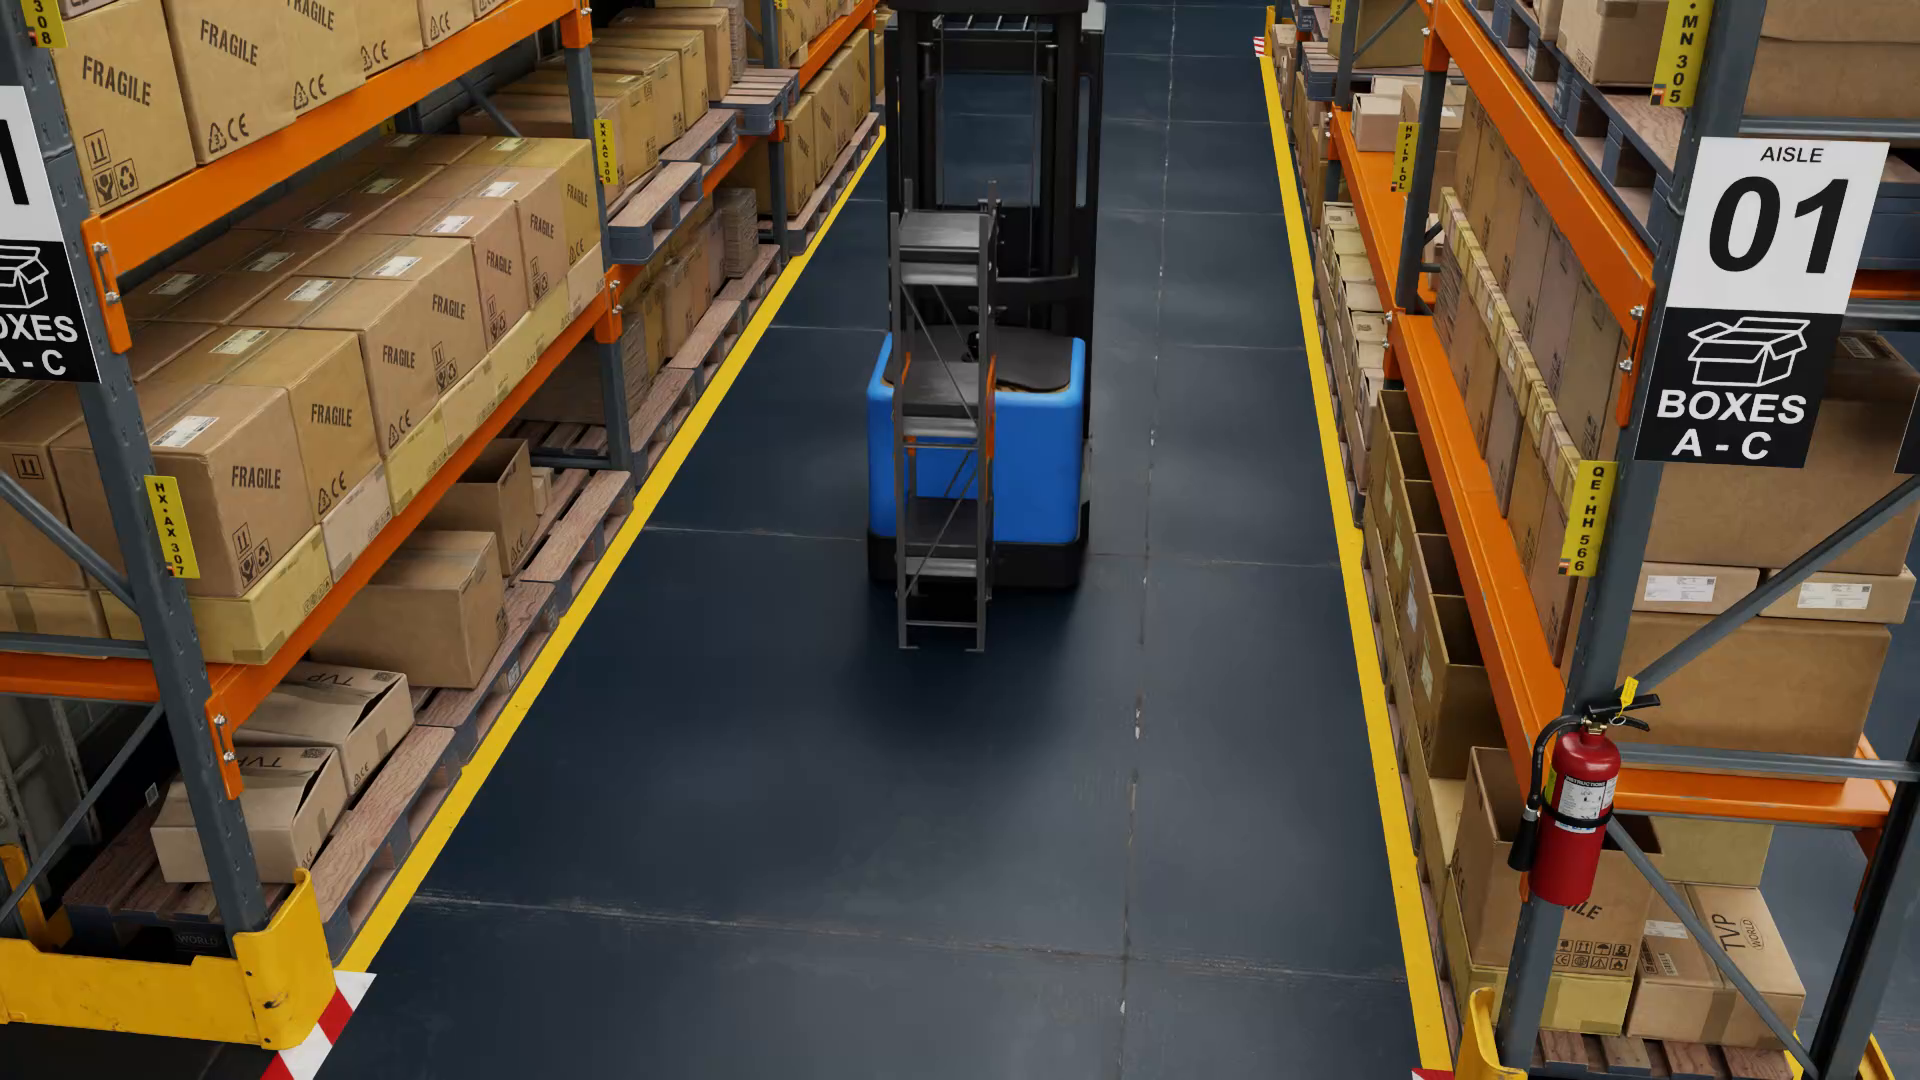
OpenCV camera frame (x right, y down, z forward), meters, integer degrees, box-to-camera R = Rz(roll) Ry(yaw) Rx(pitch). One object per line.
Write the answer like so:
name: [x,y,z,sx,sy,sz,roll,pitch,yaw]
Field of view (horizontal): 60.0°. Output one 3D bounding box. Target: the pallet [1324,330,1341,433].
pallet: [2.818,-0.980,10.346,1.003,0.211,1.213,3,28,6]

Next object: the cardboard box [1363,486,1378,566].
cardboard box: [2.262,-0.056,8.148,0.500,0.250,0.500,3,28,6]

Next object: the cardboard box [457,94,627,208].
cardboard box: [-2.201,-2.044,8.812,0.700,0.500,0.500,3,29,6]

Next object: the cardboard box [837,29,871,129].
cardboard box: [-1.267,-4.259,15.317,0.750,0.750,0.750,4,29,7]

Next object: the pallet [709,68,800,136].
pallet: [-1.788,-3.025,11.405,1.213,0.211,1.003,3,28,6]

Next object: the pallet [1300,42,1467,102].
pallet: [3.123,-3.404,12.108,1.213,0.211,1.003,3,28,6]

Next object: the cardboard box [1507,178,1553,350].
cardboard box: [2.387,-0.980,5.932,0.700,0.500,0.500,3,28,6]

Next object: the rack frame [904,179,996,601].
rack frame: [-0.043,-0.638,7.721,0.400,2.100,0.015,2,28,4]

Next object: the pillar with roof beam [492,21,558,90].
pillar with roof beam: [1.448,-5.281,9.064,9.100,9.000,0.400,3,28,6]

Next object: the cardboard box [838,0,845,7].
cardboard box: [-1.246,-4.809,14.074,0.500,0.500,0.500,3,29,6]

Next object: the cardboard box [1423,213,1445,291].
cardboard box: [2.637,-1.451,8.438,0.500,0.250,0.500,5,29,9]

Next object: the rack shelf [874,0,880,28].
rack shelf: [-1.072,-5.959,17.407,1.077,0.370,4.000,3,28,6]

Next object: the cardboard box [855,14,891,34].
cardboard box: [-0.900,-5.201,16.750,0.380,0.149,0.250,4,29,8]

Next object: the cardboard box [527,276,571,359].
cardboard box: [-2.123,-1.037,7.649,0.500,0.250,0.500,3,29,6]

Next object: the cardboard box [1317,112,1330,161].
cardboard box: [2.994,-3.069,12.665,0.500,0.250,0.500,4,29,8]

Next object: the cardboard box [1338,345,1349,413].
cardboard box: [2.509,-0.948,9.803,0.500,0.250,0.500,4,29,7]

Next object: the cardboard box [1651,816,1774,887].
cardboard box: [2.476,0.821,5.729,0.500,0.500,0.500,3,28,6]

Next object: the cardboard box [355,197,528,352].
cardboard box: [-2.176,-1.129,7.030,0.500,0.500,0.500,3,28,5]

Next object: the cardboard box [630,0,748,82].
cardboard box: [-1.855,-3.467,11.454,0.700,0.500,0.500,0,28,0]

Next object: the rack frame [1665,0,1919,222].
rack frame: [2.130,-2.041,3.050,1.000,3.000,0.127,3,28,6]

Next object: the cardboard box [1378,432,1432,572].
cardboard box: [2.199,-0.151,7.533,0.500,0.500,0.500,3,28,6]

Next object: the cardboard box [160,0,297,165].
cardboard box: [-2.397,-1.453,4.995,0.500,0.500,0.500,5,29,10]

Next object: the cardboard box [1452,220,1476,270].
cardboard box: [2.334,-1.257,7.131,0.380,0.149,0.250,3,28,5]

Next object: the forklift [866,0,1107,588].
forklift: [0.190,-1.726,8.863,1.130,2.935,3.031,2,28,5]

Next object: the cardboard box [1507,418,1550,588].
cardboard box: [2.326,-0.143,5.748,0.700,0.500,0.500,4,29,7]

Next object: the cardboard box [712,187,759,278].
cardboard box: [-1.843,-2.203,11.848,0.700,0.500,0.500,4,29,7]

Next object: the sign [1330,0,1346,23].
sign: [2.570,-3.667,11.257,0.100,0.325,0.005,3,28,6]

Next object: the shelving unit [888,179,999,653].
shelving unit: [-0.064,-0.523,7.507,0.431,2.100,0.503,2,28,4]

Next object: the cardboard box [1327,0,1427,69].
cardboard box: [3.075,-3.697,11.902,0.700,0.500,0.500,-6,29,-11]

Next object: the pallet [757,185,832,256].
pallet: [-1.635,-2.590,13.336,1.003,0.211,1.213,3,28,6]

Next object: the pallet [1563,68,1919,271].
pallet: [2.242,-1.012,4.397,1.003,0.211,1.213,3,28,6]

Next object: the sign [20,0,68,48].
sign: [-2.249,-1.360,4.027,0.100,0.325,0.005,3,28,6]

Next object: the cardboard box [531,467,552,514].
cardboard box: [-2.333,-0.261,8.596,0.380,0.166,0.250,0,28,0]

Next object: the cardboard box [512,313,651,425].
cardboard box: [-2.223,-1.009,9.632,0.700,0.500,0.500,4,29,8]

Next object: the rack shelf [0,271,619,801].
rack shelf: [-2.542,-0.310,6.922,1.077,0.370,4.000,3,28,6]

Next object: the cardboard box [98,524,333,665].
cardboard box: [-2.412,0.160,5.427,0.500,0.250,0.500,3,28,5]

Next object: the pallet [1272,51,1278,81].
pallet: [3.984,-5.292,18.351,1.003,0.211,1.213,3,28,6]

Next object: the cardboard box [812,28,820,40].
cardboard box: [-1.359,-4.214,13.653,0.380,0.149,0.250,4,29,6]

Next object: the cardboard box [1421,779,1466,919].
cardboard box: [1.952,1.120,5.964,0.500,0.250,0.500,3,28,6]

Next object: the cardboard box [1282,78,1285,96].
cardboard box: [3.375,-4.451,16.392,0.380,0.149,0.250,3,28,6]

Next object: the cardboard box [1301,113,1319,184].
cardboard box: [3.113,-3.203,13.705,0.500,0.500,0.500,2,28,4]

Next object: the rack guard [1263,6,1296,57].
rack guard: [4.081,-5.795,18.979,1.175,0.500,0.348,3,28,6]

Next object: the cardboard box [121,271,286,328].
cardboard box: [-2.810,-0.673,6.183,0.500,0.500,0.500,3,28,5]

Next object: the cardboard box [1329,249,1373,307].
cardboard box: [2.634,-1.669,10.551,0.500,0.311,0.500,3,28,5]

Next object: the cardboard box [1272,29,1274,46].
cardboard box: [3.667,-5.583,18.473,0.380,0.166,0.250,3,28,6]

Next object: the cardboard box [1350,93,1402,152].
cardboard box: [2.808,-2.716,10.723,0.500,0.311,0.500,3,28,6]

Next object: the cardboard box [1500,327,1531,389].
cardboard box: [2.175,-0.650,6.005,0.380,0.149,0.250,3,28,5]

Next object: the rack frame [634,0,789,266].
rack frame: [-1.807,-3.451,11.994,1.000,3.000,0.127,3,28,6]

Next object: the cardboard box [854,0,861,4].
cardboard box: [-1.085,-4.937,14.995,0.380,0.149,0.250,4,29,7]

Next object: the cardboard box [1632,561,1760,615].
cardboard box: [1.987,0.080,4.650,0.380,0.149,0.250,3,28,5]
